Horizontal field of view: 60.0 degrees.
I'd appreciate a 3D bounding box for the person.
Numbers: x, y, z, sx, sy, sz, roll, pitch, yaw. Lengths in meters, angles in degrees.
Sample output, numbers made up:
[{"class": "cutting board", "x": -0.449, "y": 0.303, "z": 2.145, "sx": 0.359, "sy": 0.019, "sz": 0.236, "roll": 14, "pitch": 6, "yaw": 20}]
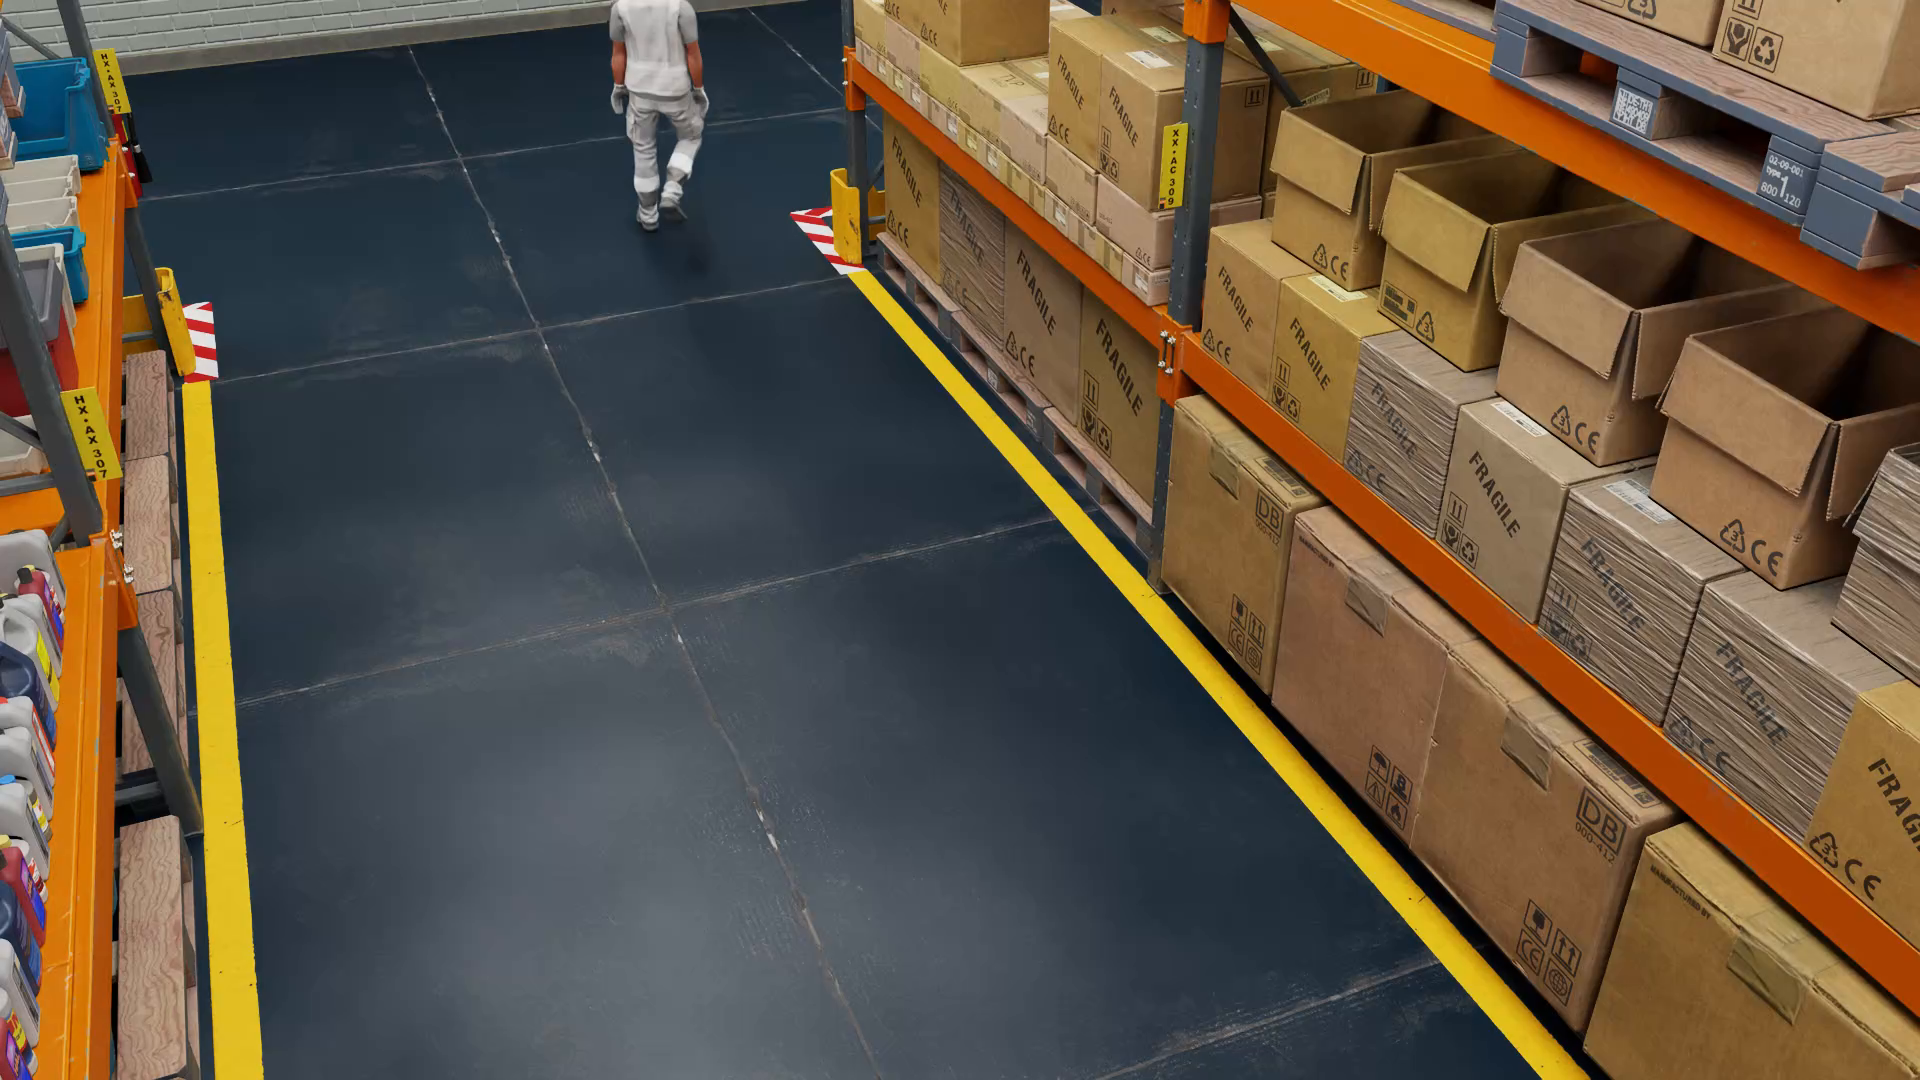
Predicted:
[{"class": "person", "x": -1.876, "y": -2.792, "z": 10.358, "sx": 0.621, "sy": 1.780, "sz": 0.467, "roll": -1, "pitch": 33, "yaw": -1}]
